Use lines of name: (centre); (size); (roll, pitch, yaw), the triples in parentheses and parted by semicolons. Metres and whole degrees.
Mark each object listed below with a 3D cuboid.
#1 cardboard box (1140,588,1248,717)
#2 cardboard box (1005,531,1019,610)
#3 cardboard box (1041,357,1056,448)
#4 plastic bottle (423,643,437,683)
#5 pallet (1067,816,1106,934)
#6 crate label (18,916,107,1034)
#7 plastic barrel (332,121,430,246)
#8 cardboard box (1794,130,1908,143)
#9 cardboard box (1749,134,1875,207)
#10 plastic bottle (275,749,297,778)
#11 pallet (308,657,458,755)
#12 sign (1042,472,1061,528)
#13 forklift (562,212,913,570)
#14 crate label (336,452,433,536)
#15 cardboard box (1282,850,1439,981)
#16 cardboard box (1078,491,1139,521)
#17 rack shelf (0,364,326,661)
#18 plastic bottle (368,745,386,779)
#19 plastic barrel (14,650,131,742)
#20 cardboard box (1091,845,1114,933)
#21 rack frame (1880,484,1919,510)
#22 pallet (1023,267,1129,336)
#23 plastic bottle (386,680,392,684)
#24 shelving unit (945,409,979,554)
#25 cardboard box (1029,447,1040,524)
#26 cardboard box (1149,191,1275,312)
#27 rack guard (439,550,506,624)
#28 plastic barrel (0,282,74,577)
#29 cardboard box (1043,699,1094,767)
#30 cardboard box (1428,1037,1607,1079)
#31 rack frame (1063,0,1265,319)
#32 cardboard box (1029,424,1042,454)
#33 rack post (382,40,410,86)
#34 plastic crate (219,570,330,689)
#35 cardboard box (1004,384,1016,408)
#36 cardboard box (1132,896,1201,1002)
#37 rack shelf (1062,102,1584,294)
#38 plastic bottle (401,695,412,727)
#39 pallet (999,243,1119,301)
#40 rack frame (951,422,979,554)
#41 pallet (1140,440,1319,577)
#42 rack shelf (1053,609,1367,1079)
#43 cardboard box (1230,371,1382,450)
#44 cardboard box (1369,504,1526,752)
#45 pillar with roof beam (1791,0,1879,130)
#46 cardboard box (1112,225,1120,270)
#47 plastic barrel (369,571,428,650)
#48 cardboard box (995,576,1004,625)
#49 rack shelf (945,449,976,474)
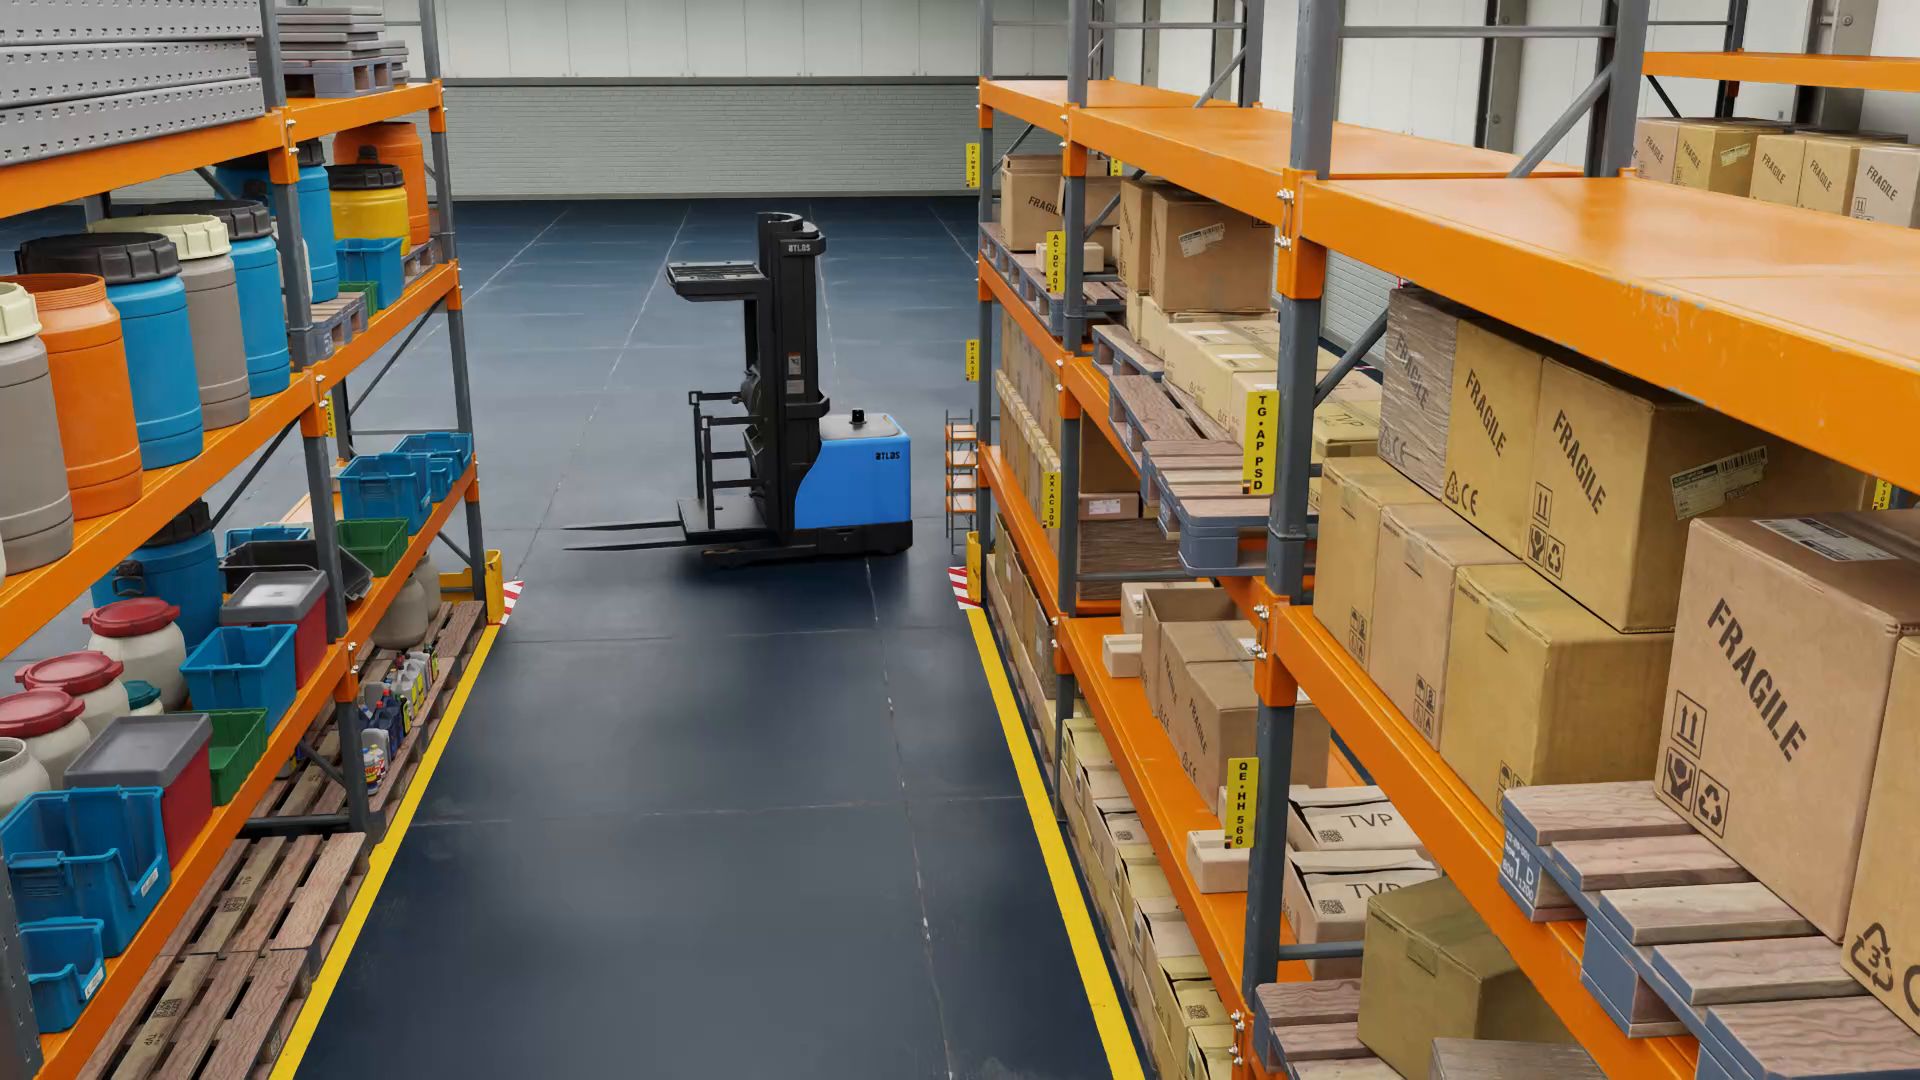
cardboard box: (1.182, 0.549, 8.253); (0.500, 0.500, 0.500); (-1, 17, -2)
cardboard box: (0.604, 0.237, 12.053); (0.500, 0.500, 0.500); (-2, 18, -6)
cardboard box: (0.908, -0.888, 10.665); (0.700, 0.500, 0.500); (-2, 18, -6)
plastic bottle: (-3.620, 0.825, 11.343); (0.061, 0.283, 0.133); (-1, 17, -4)
pallet: (1.180, 1.759, 9.221); (1.003, 0.211, 1.213); (-2, 18, -6)
crate label: (-3.121, 1.497, 5.681); (0.303, 0.233, 0.416); (-2, 18, -6)
plastic barrel: (-4.099, -2.525, 11.786); (0.600, 0.830, 0.708); (-2, 18, -6)
cardboard box: (6.024, -2.521, 11.320); (0.500, 0.500, 0.500); (-2, 18, -6)
cardboard box: (5.539, -2.368, 10.835); (0.500, 0.500, 0.500); (-2, 18, -8)
plastic bottle: (-4.072, 1.229, 9.943); (0.144, 0.351, 0.185); (-2, 18, -6)
pallet: (-4.019, 1.127, 11.234); (1.003, 0.211, 1.213); (-2, 18, -6)
sign: (0.513, -0.223, 9.301); (0.100, 0.325, 0.005); (-2, 18, -6)
forklift: (-1.994, -1.313, 14.466); (3.031, 2.935, 1.130); (-4, 18, -13)
crate label: (-3.816, -0.306, 11.085); (0.502, 0.435, 0.616); (-2, 18, -6)
cardboard box: (1.483, 1.335, 6.065); (0.500, 0.311, 0.500); (-1, 17, -2)
cardboard box: (0.824, -0.221, 9.623); (0.380, 0.149, 0.250); (-2, 18, -6)
rack shelf: (-3.656, -0.130, 6.775); (1.077, 0.370, 4.000); (-2, 18, -6)
plastic bottle: (-3.480, 1.319, 9.907); (0.097, 0.201, 0.097); (0, 17, 0)
plastic barrel: (-3.906, 0.808, 7.369); (0.433, 0.535, 0.433); (0, 17, 0)
cardboard box: (0.967, 1.756, 8.464); (0.500, 0.250, 0.500); (-2, 18, -7)
rack frame: (5.992, 0.056, 9.990); (1.000, 3.000, 0.127); (-2, 18, -6)
pallet: (0.951, -1.432, 9.869); (1.003, 0.211, 1.213); (-2, 18, -6)
plastic bottle: (-3.731, 1.013, 10.880); (0.097, 0.201, 0.097); (0, 17, 0)
shelving unit: (0.017, -0.523, 14.840); (0.258, 1.200, 0.503); (-2, 18, -6)
cardboard box: (0.850, -0.428, 11.366); (0.700, 0.500, 0.500); (-1, 17, -4)
cardboard box: (1.171, -1.353, 7.769); (0.500, 0.500, 0.500); (0, 17, 0)
rack guard: (-4.221, 0.385, 13.118); (1.175, 0.500, 0.348); (-2, 18, -6)
plastic barrel: (-3.319, -0.367, 5.495); (0.600, 0.901, 0.600); (0, 17, 0)
cardboard box: (0.800, 1.191, 10.266); (0.500, 0.250, 0.500); (-2, 18, -6)
cardboard box: (1.559, 1.617, 4.151); (0.700, 0.500, 0.500); (1, 17, 5)
rack frame: (1.065, -2.652, 8.600); (1.000, 3.000, 0.127); (-2, 18, -6)
cardboard box: (0.664, -0.678, 11.080); (0.380, 0.149, 0.250); (-1, 17, -4)
rack post: (-4.324, -3.224, 11.257); (0.937, 0.300, 0.954); (0, 17, 0)
plastic crate: (-3.508, 0.467, 8.576); (0.402, 0.464, 0.583); (-2, 18, -6)
cardboard box: (0.533, -1.062, 12.302); (0.380, 0.149, 0.250); (-2, 18, -5)
cardboard box: (1.069, 1.793, 7.412); (0.500, 0.311, 0.500); (-2, 18, -6)
rack shelf: (1.271, -1.522, 6.870); (1.077, 0.370, 4.000); (-2, 18, -6)
plastic bottle: (-3.558, 1.093, 10.625); (0.097, 0.201, 0.097); (0, 17, 0)
pallet: (0.828, -1.794, 11.025); (1.003, 0.211, 1.213); (-2, 18, -6)
rack frame: (0.042, -0.450, 14.609); (0.240, 1.200, 0.015); (-2, 18, -6)
pallet: (1.318, -0.138, 5.917); (1.213, 0.211, 1.003); (-1, 17, -3)
rack shelf: (1.271, 1.150, 7.708); (1.077, 0.370, 4.000); (-2, 18, -6)
cardboard box: (1.302, -0.447, 6.134); (0.500, 0.250, 0.500); (-1, 17, -4)
cardboard box: (1.608, 0.204, 4.344); (0.910, 0.500, 0.500); (-2, 18, -6)
pillar with roof beam: (2.230, -3.683, 11.884); (9.100, 9.000, 0.400); (-2, 18, -6)
cardboard box: (1.219, -1.764, 9.995); (0.500, 0.311, 0.500); (-3, 18, -9)
plastic barrel: (-4.080, 0.500, 12.028); (0.421, 0.512, 0.421); (0, 17, 0)
cardboard box: (0.541, 0.446, 12.639); (0.500, 0.250, 0.500); (-2, 18, -6)
rack shelf: (0.017, -0.672, 14.793); (0.258, 0.148, 0.480); (-2, 18, -6)
